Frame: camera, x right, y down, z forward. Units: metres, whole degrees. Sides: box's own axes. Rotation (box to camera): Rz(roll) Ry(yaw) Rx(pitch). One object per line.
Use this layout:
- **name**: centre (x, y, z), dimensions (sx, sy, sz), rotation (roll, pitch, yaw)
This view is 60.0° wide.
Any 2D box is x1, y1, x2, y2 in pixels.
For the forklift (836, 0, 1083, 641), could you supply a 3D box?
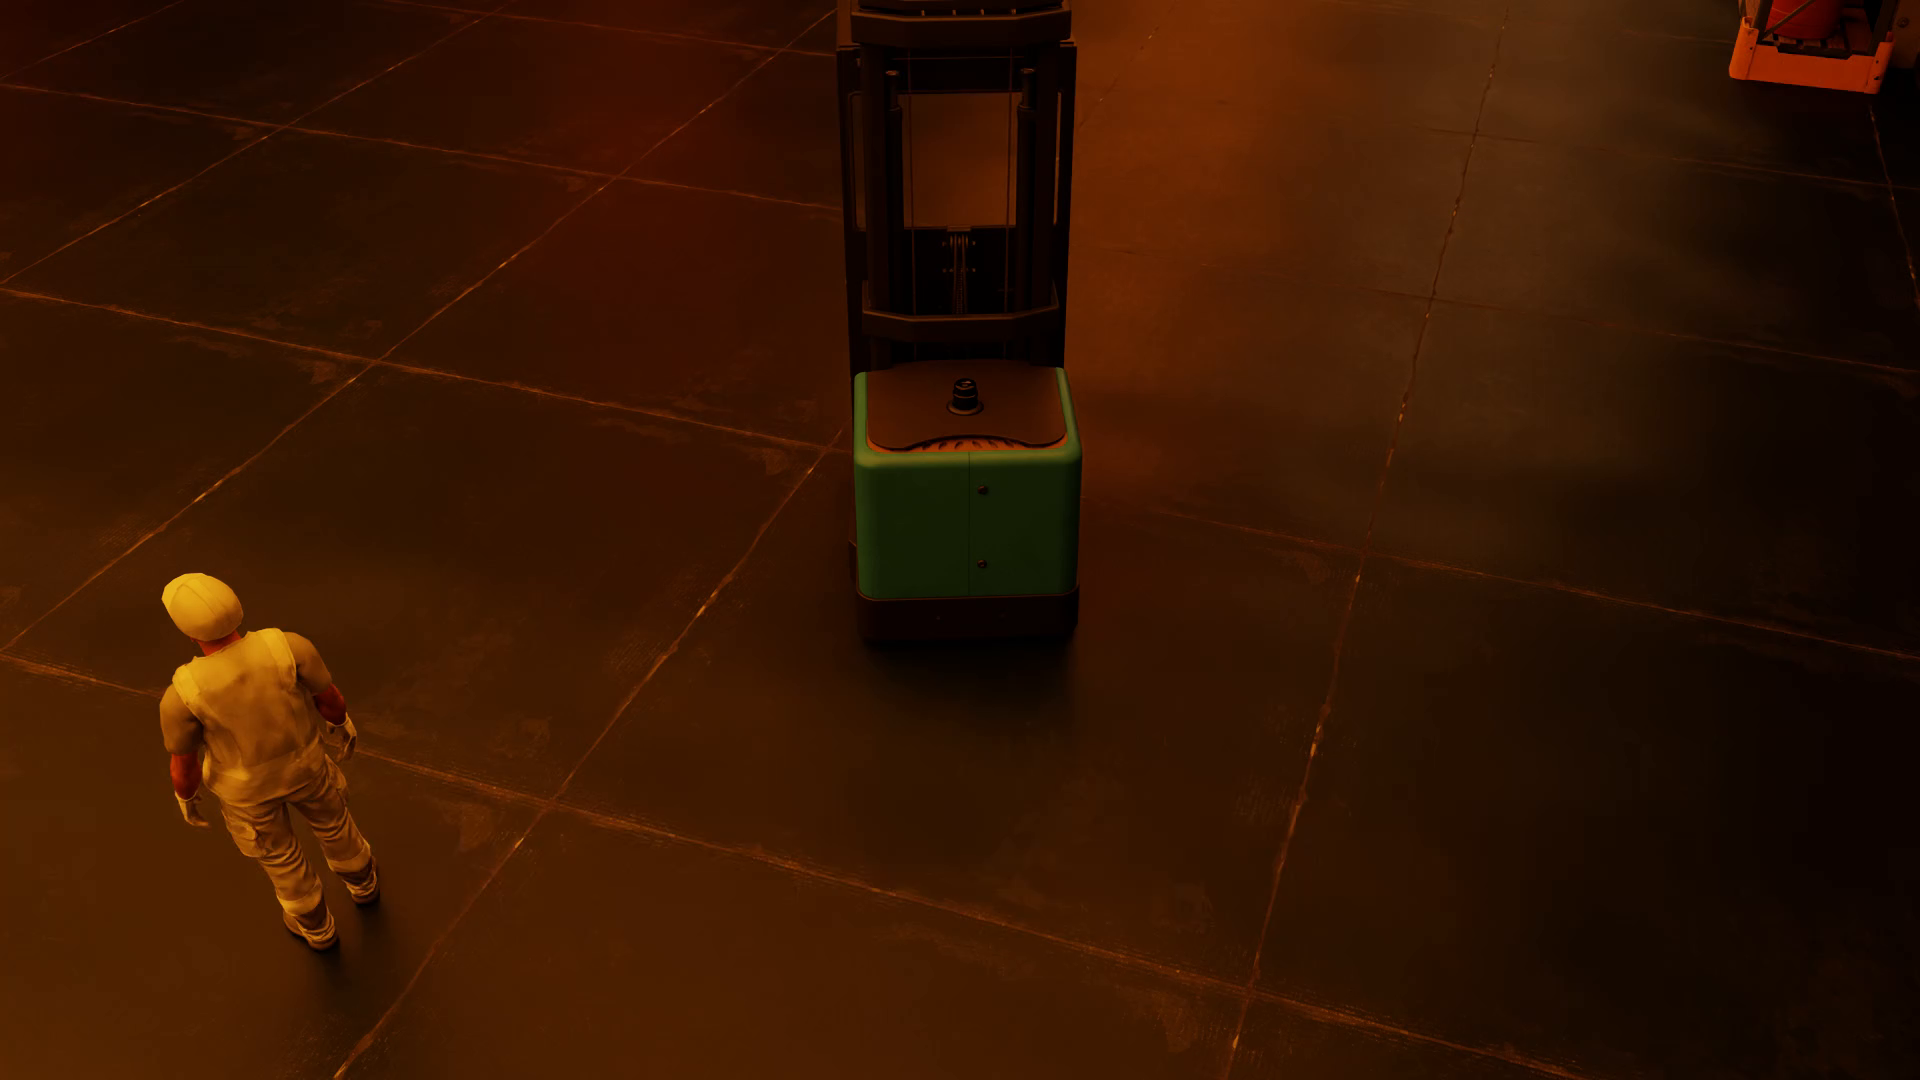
- **forklift**: centre (-0.029, -1.547, 8.293), dimensions (1.130, 2.935, 3.031), rotation (-2, 35, -2)

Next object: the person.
- **person**: centre (-2.503, 0.781, 5.983), dimensions (0.637, 1.789, 0.564), rotation (-25, 42, -30)
